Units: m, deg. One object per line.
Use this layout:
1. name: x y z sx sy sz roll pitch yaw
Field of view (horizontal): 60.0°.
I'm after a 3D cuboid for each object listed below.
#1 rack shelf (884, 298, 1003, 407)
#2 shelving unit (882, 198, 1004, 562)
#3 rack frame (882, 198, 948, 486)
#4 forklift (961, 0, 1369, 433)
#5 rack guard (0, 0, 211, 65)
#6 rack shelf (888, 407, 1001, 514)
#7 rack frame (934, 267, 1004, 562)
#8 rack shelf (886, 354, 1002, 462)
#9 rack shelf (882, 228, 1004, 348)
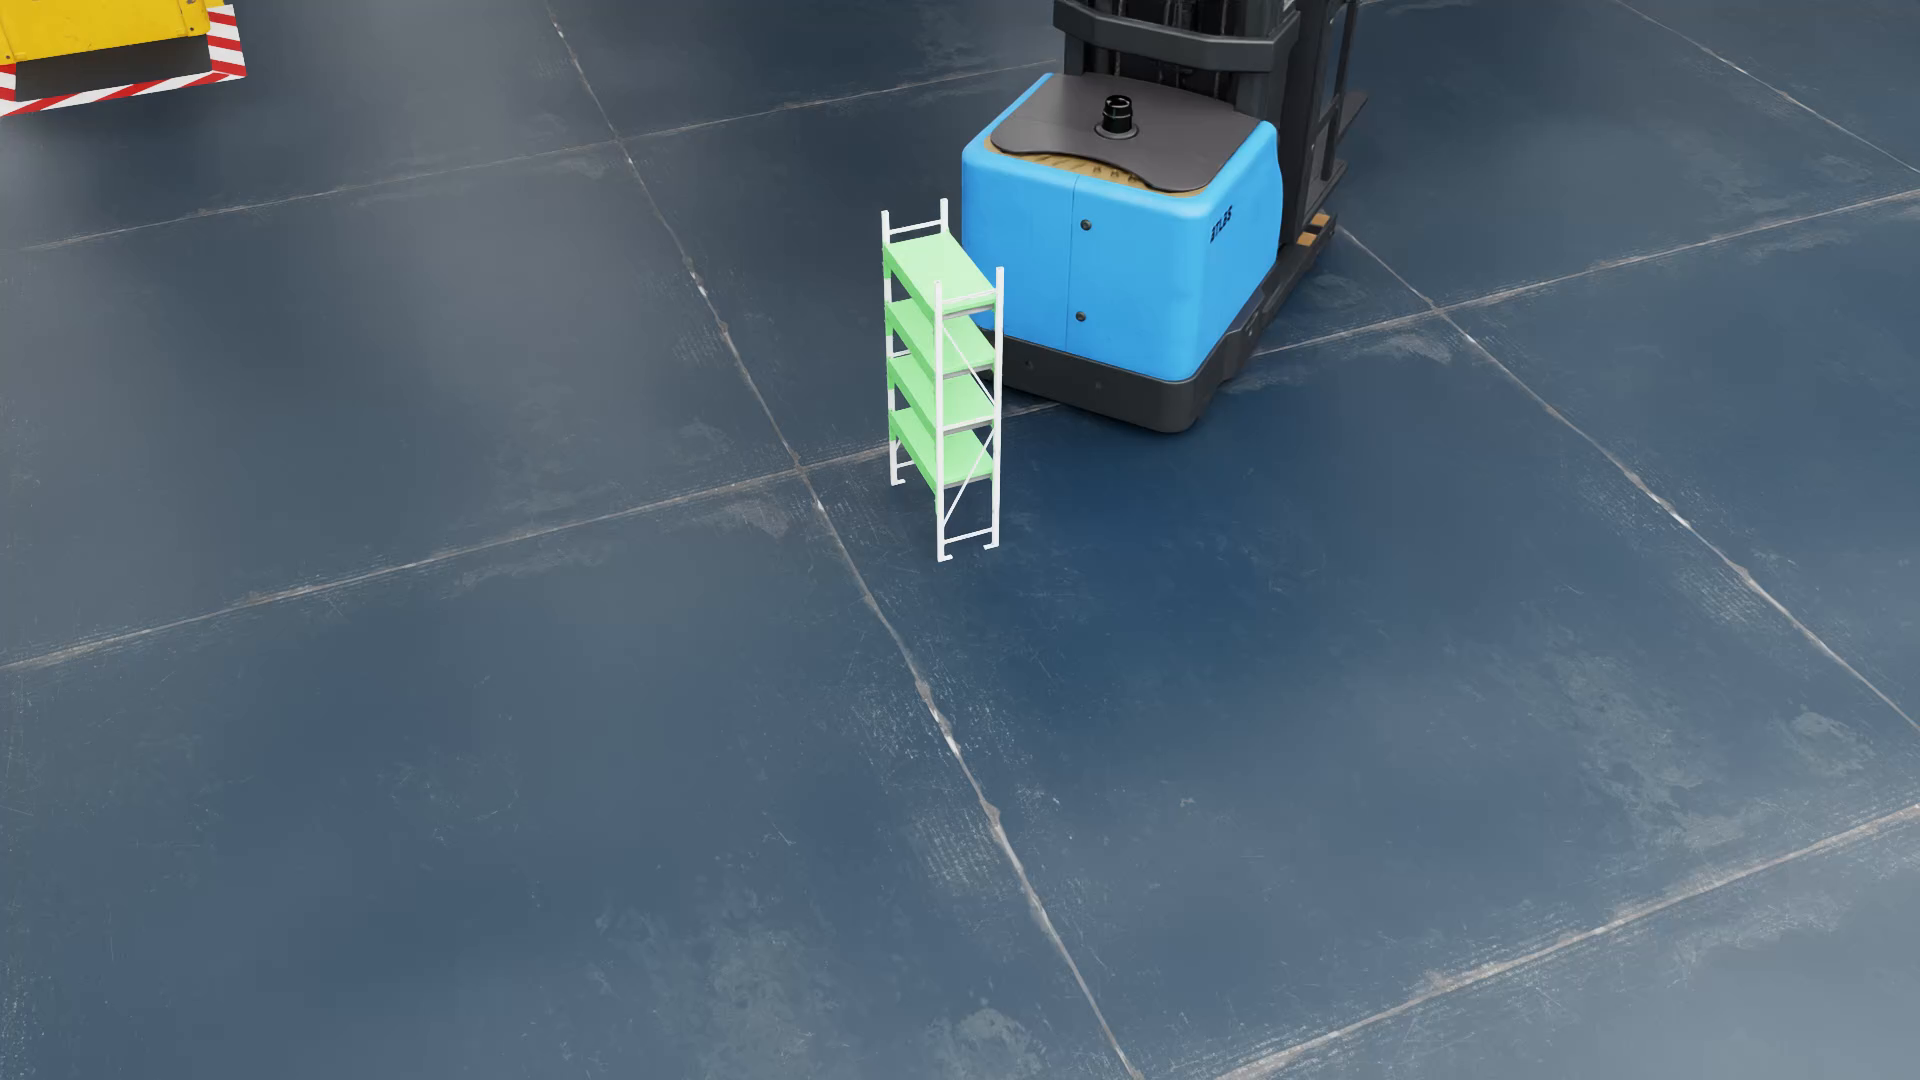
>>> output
1. rack shelf: -0.063 -0.688 5.860 0.258 0.148 0.480 -15 43 -17
2. shelving unit: -0.063 -0.555 5.975 0.258 1.200 0.503 -15 43 -17
3. rack frame: -0.157 -0.702 6.146 0.240 1.200 0.015 -15 43 -17
4. forklift: 1.119 -2.494 6.902 1.130 2.935 3.031 19 44 21
5. rack guard: -4.965 -3.097 9.468 1.175 0.500 0.348 -15 43 -17
6. rack shelf: -0.063 -0.324 6.173 0.258 0.148 0.480 -15 43 -17
7. rack frame: 0.030 -0.408 5.804 0.240 1.200 0.015 -15 43 -17
8. rack shelf: -0.063 -0.506 6.016 0.258 0.148 0.480 -15 43 -17
9. rack shelf: -0.063 -0.870 5.703 0.258 0.148 0.480 -15 43 -17
